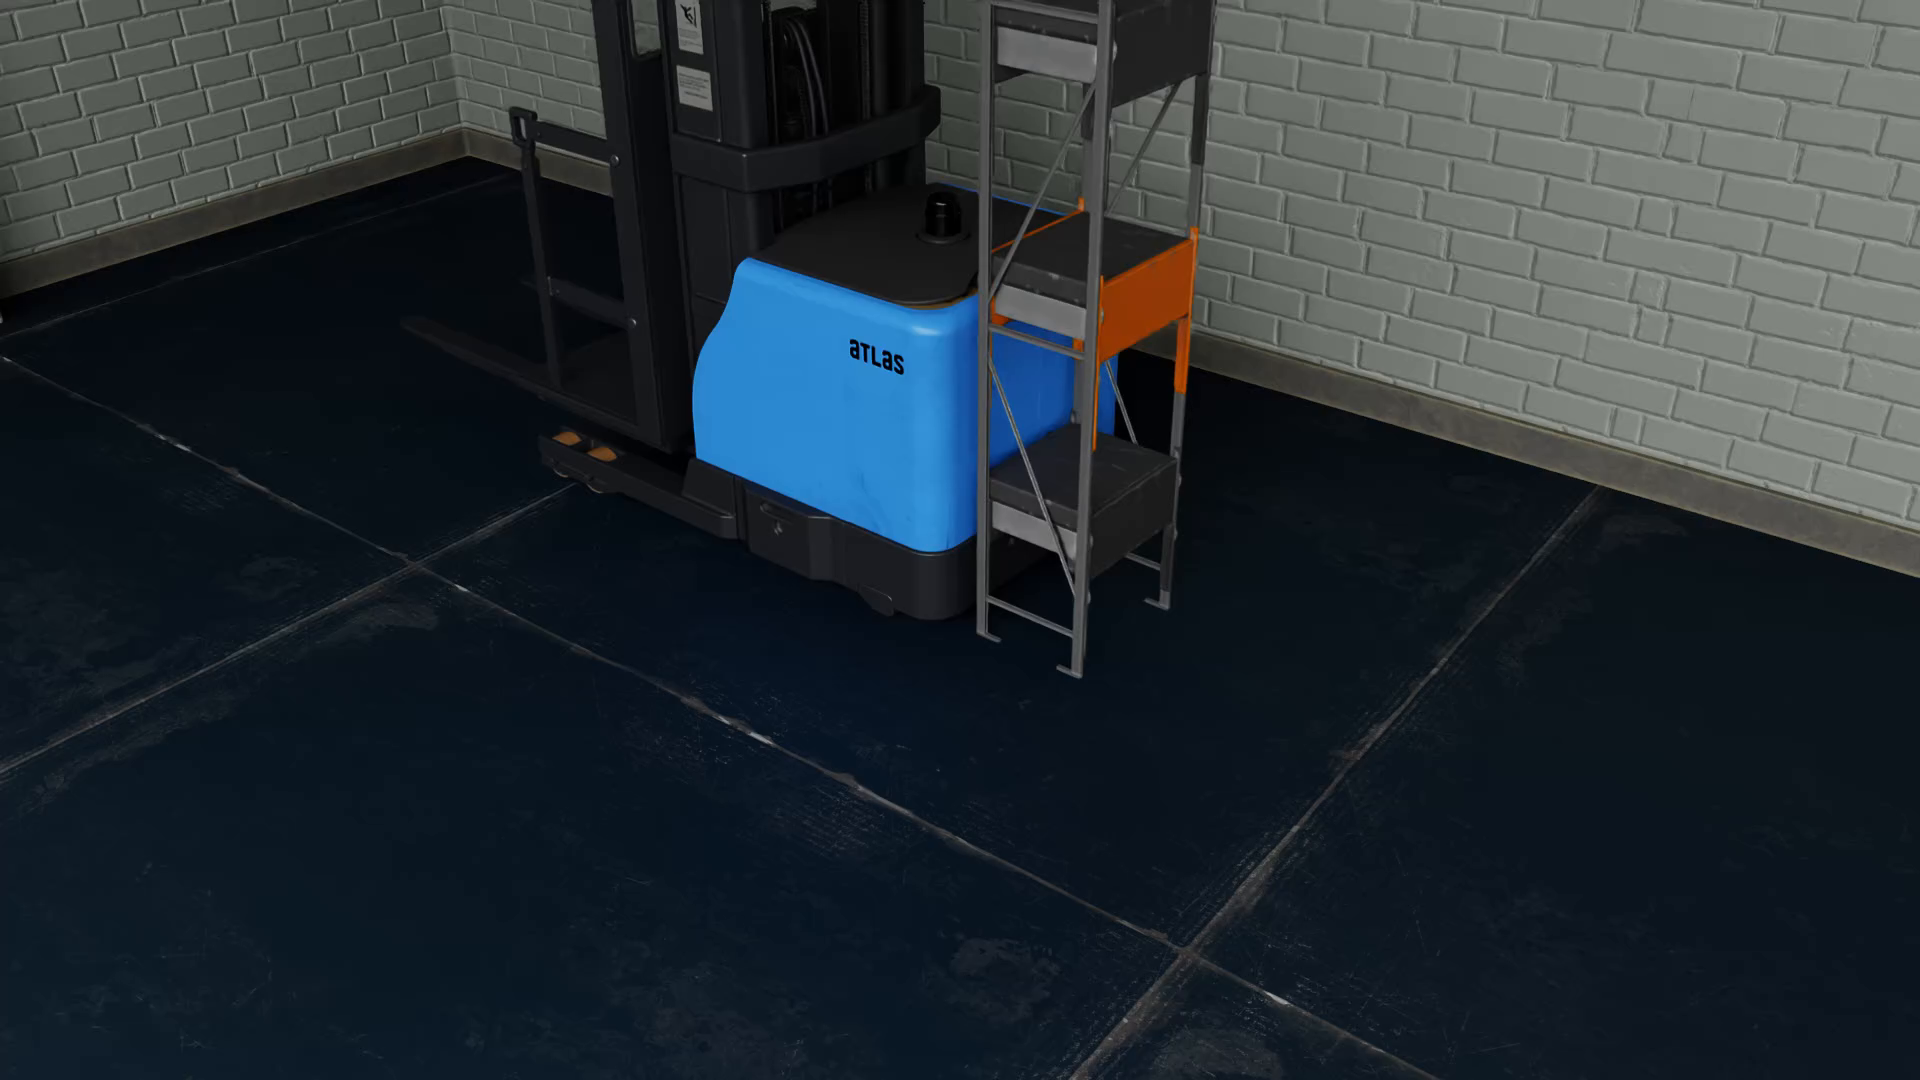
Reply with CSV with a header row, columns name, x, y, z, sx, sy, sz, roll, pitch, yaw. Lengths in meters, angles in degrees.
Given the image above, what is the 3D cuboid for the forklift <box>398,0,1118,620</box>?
name,x,y,z,sx,sy,sz,roll,pitch,yaw
forklift,-0.922,-1.618,5.605,3.031,2.935,1.130,22,37,33

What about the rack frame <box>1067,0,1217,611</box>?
name,x,y,z,sx,sy,sz,roll,pitch,yaw
rack frame,0.518,-0.741,4.940,0.400,2.100,0.015,22,37,33

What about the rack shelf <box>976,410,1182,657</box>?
name,x,y,z,sx,sy,sz,roll,pitch,yaw
rack shelf,0.365,-0.030,5.140,0.431,0.518,0.480,22,37,33

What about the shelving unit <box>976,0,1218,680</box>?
name,x,y,z,sx,sy,sz,roll,pitch,yaw
shelving unit,0.365,-0.644,4.776,0.431,2.100,0.503,22,37,33

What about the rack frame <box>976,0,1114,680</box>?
name,x,y,z,sx,sy,sz,roll,pitch,yaw
rack frame,0.212,-0.547,4.613,0.400,2.100,0.015,22,37,33

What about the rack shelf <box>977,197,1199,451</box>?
name,x,y,z,sx,sy,sz,roll,pitch,yaw
rack shelf,0.365,-0.632,4.783,0.431,0.518,0.480,22,37,33

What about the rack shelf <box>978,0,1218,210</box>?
name,x,y,z,sx,sy,sz,roll,pitch,yaw
rack shelf,0.365,-1.234,4.427,0.431,0.518,0.480,22,37,33
